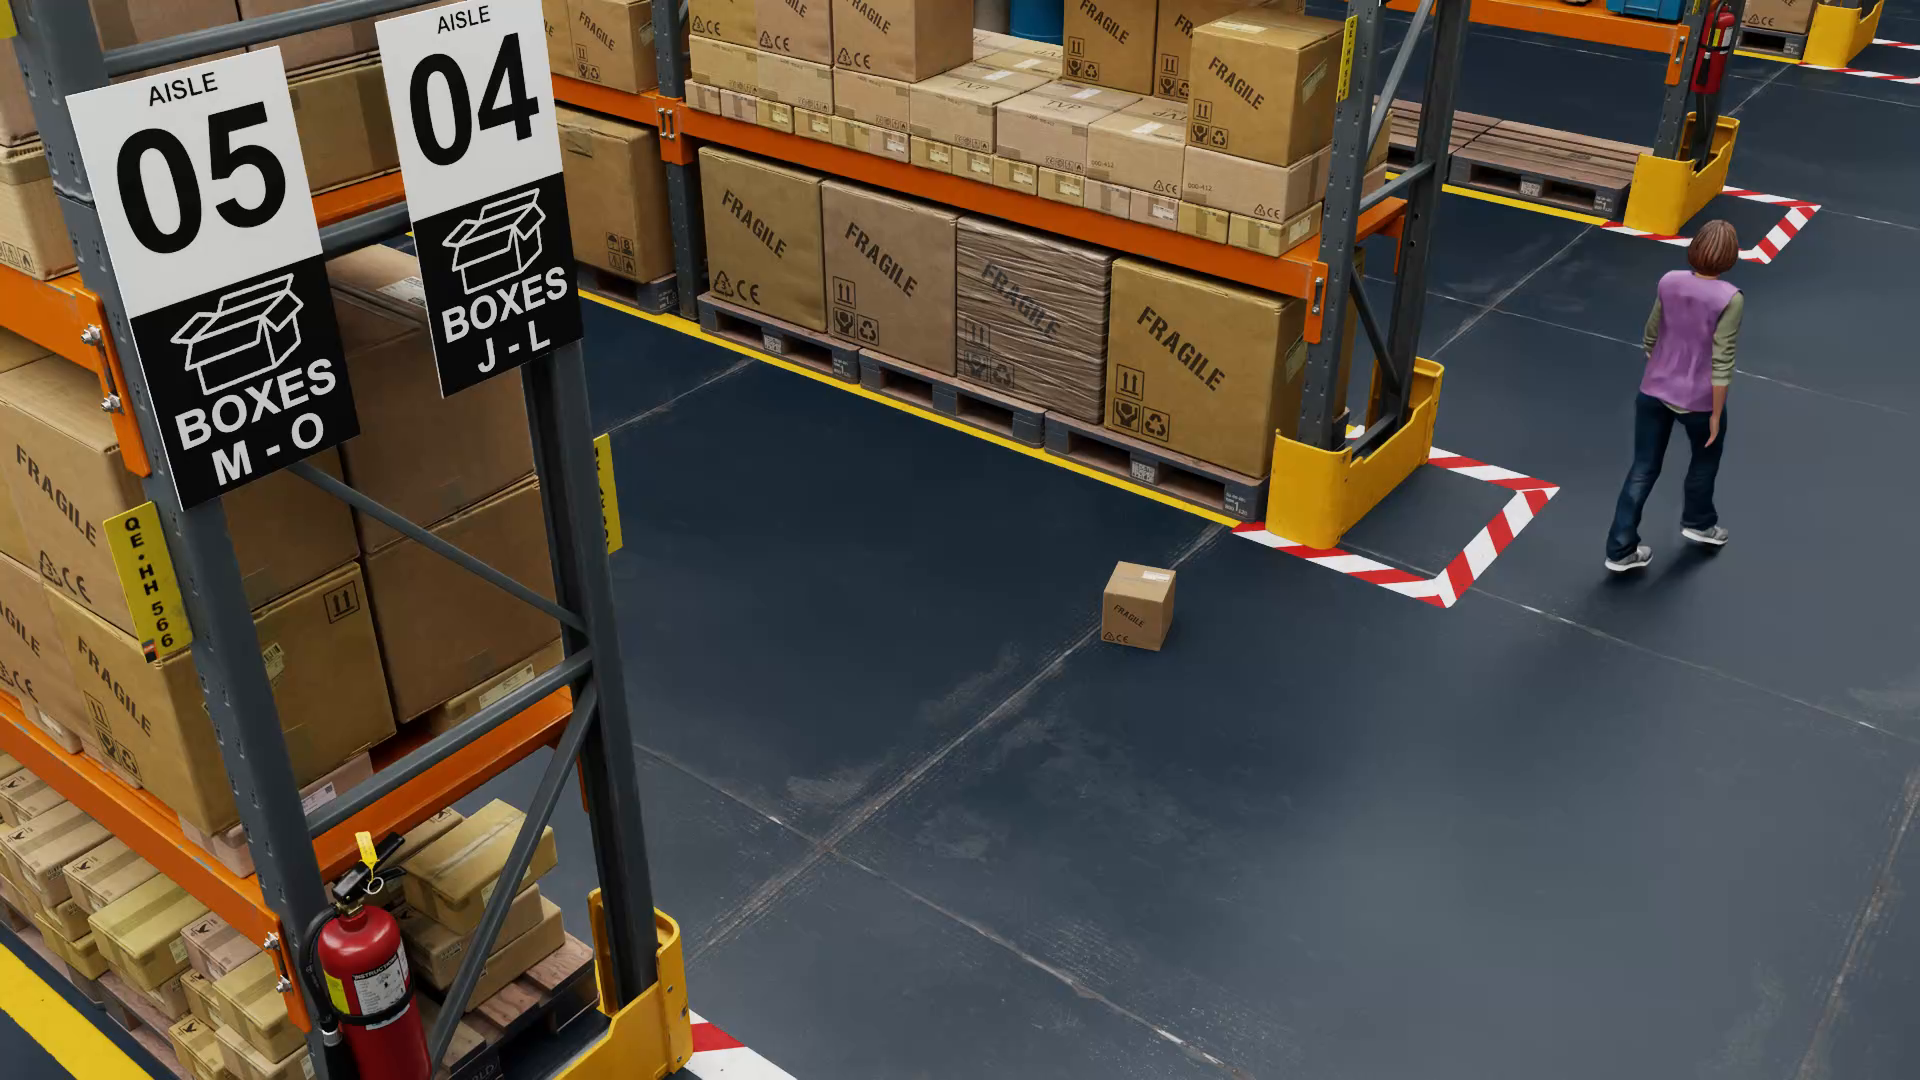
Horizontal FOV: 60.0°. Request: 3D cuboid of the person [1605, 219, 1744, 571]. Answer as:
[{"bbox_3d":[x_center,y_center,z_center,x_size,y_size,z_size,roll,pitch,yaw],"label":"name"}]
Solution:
[{"bbox_3d":[3.130,-0.632,7.164,0.751,1.592,0.456,-26,40,-36],"label":"person"}]
